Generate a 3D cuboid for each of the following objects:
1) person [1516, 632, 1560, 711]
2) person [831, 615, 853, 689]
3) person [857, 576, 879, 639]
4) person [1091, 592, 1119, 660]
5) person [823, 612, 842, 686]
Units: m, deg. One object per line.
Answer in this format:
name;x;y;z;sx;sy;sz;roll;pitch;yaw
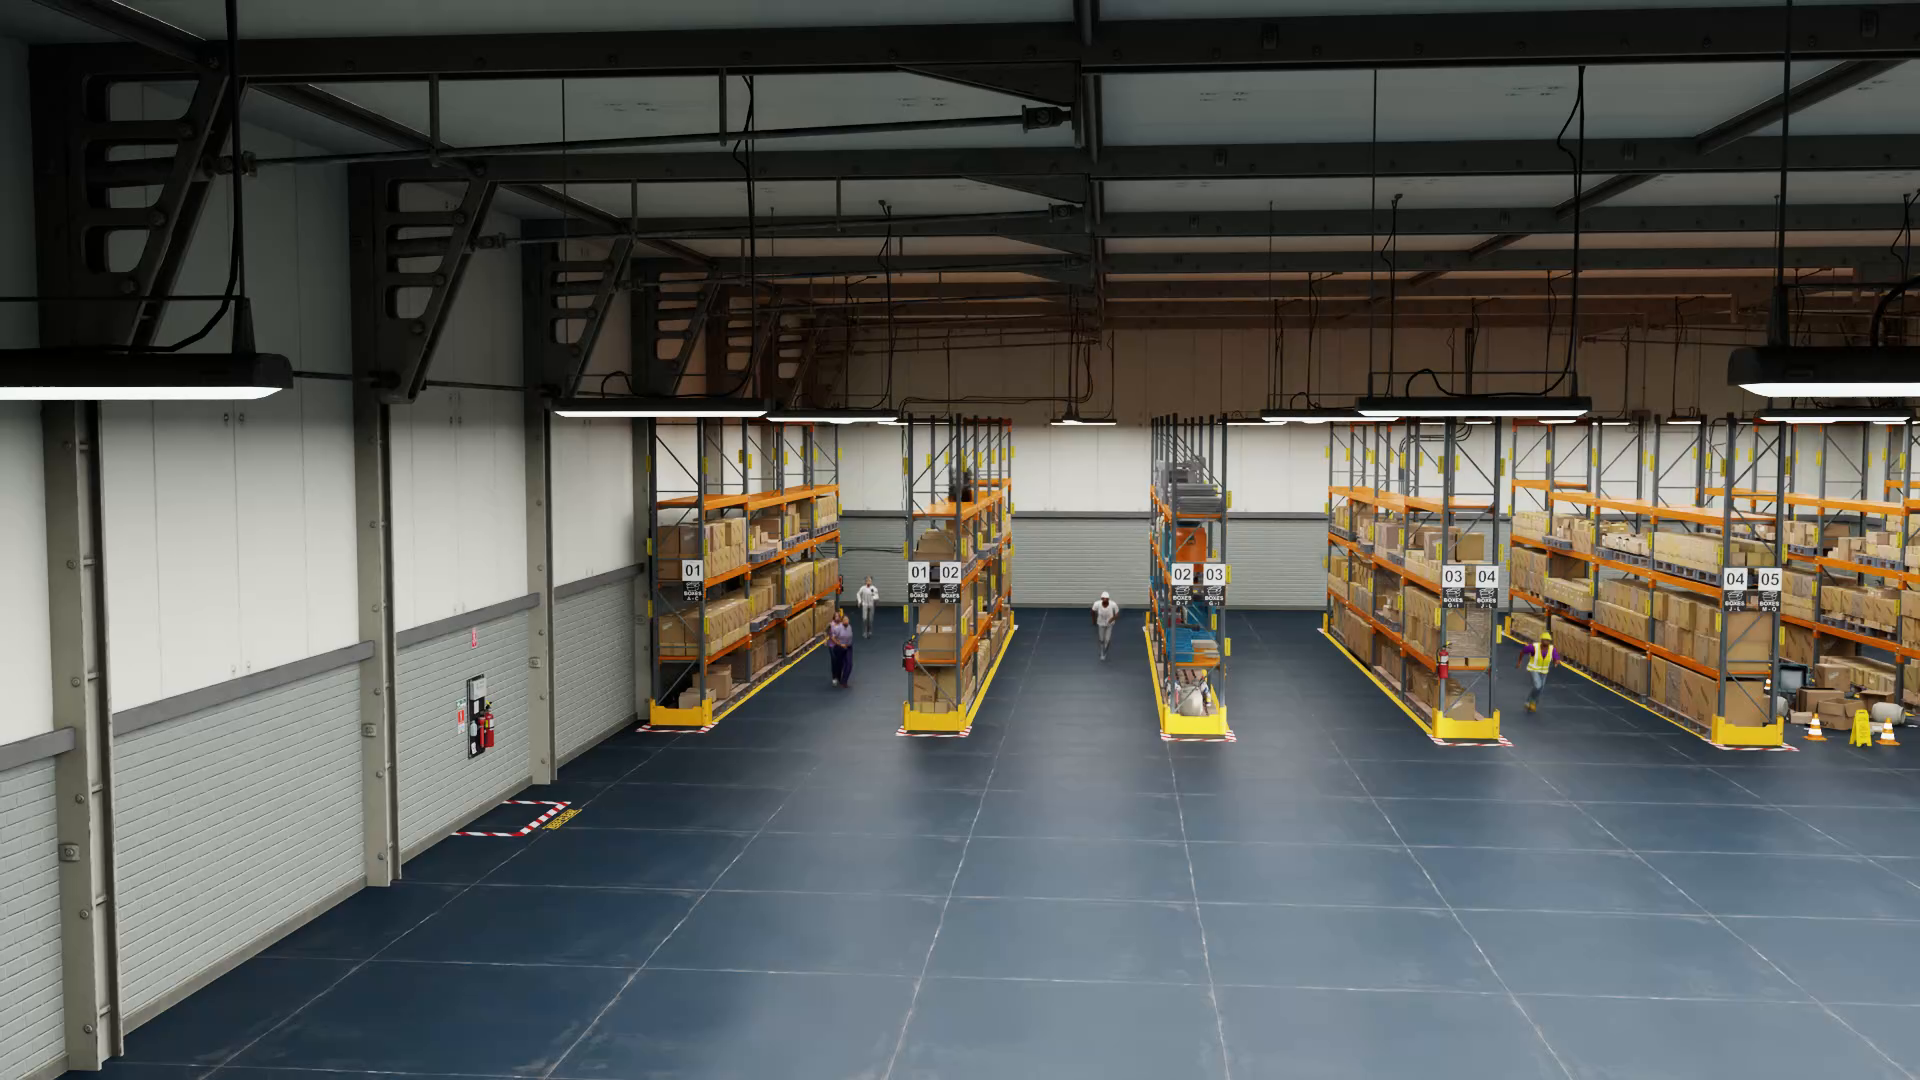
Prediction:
person;11.630;2.643;33.389;0.710;1.625;0.971;-1;4;-10
person;-2.617;2.444;36.744;0.587;1.621;0.797;-2;4;-25
person;-2.511;1.833;45.350;0.583;1.712;0.686;0;4;-5
person;3.611;2.119;41.300;0.692;1.692;0.767;0;4;4
person;-2.773;2.421;37.238;0.536;1.644;0.693;-1;4;-14
